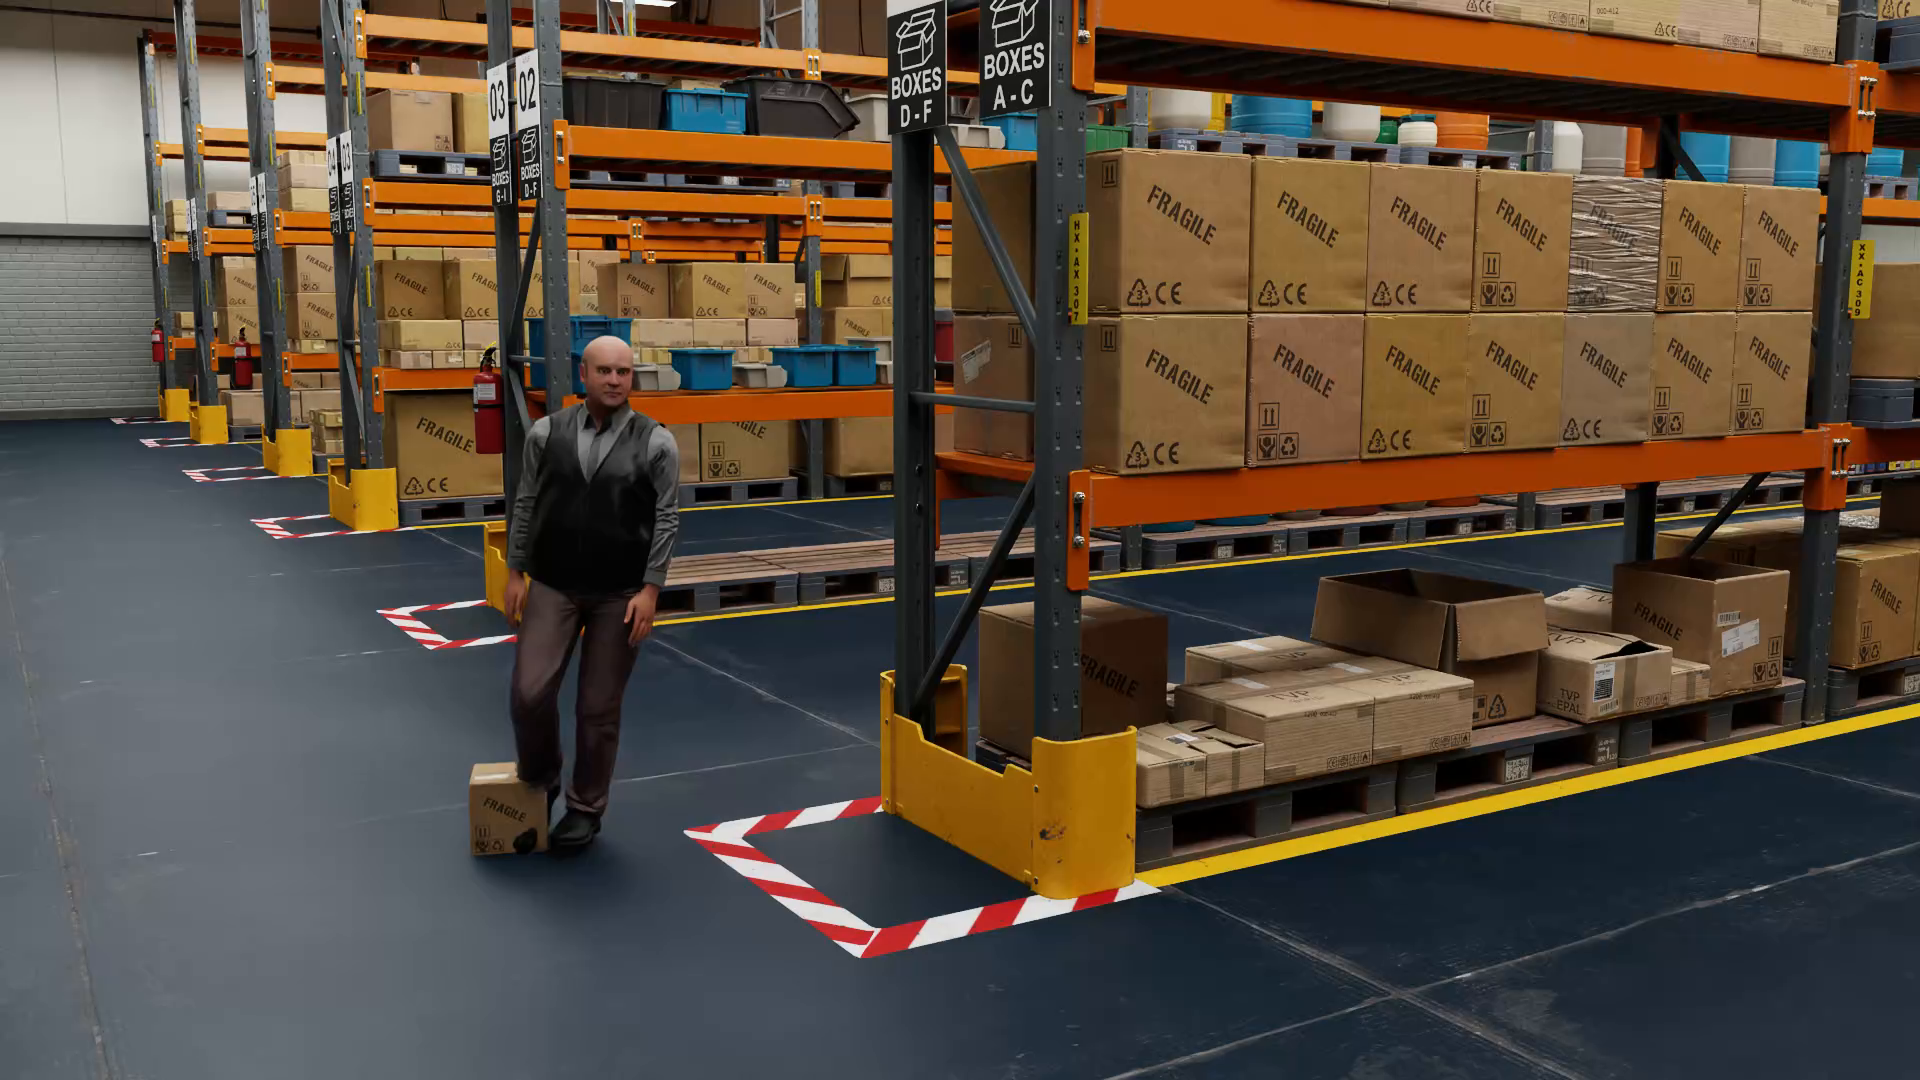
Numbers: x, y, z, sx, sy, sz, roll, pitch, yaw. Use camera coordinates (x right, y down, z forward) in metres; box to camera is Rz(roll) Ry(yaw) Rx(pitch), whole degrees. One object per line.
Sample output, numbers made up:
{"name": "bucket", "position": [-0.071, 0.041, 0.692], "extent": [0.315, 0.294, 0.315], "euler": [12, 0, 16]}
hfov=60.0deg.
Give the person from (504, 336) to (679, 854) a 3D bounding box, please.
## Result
{"name": "person", "position": [-1.234, 0.199, 5.493], "extent": [0.609, 1.733, 0.458], "euler": [0, 8, -1]}
